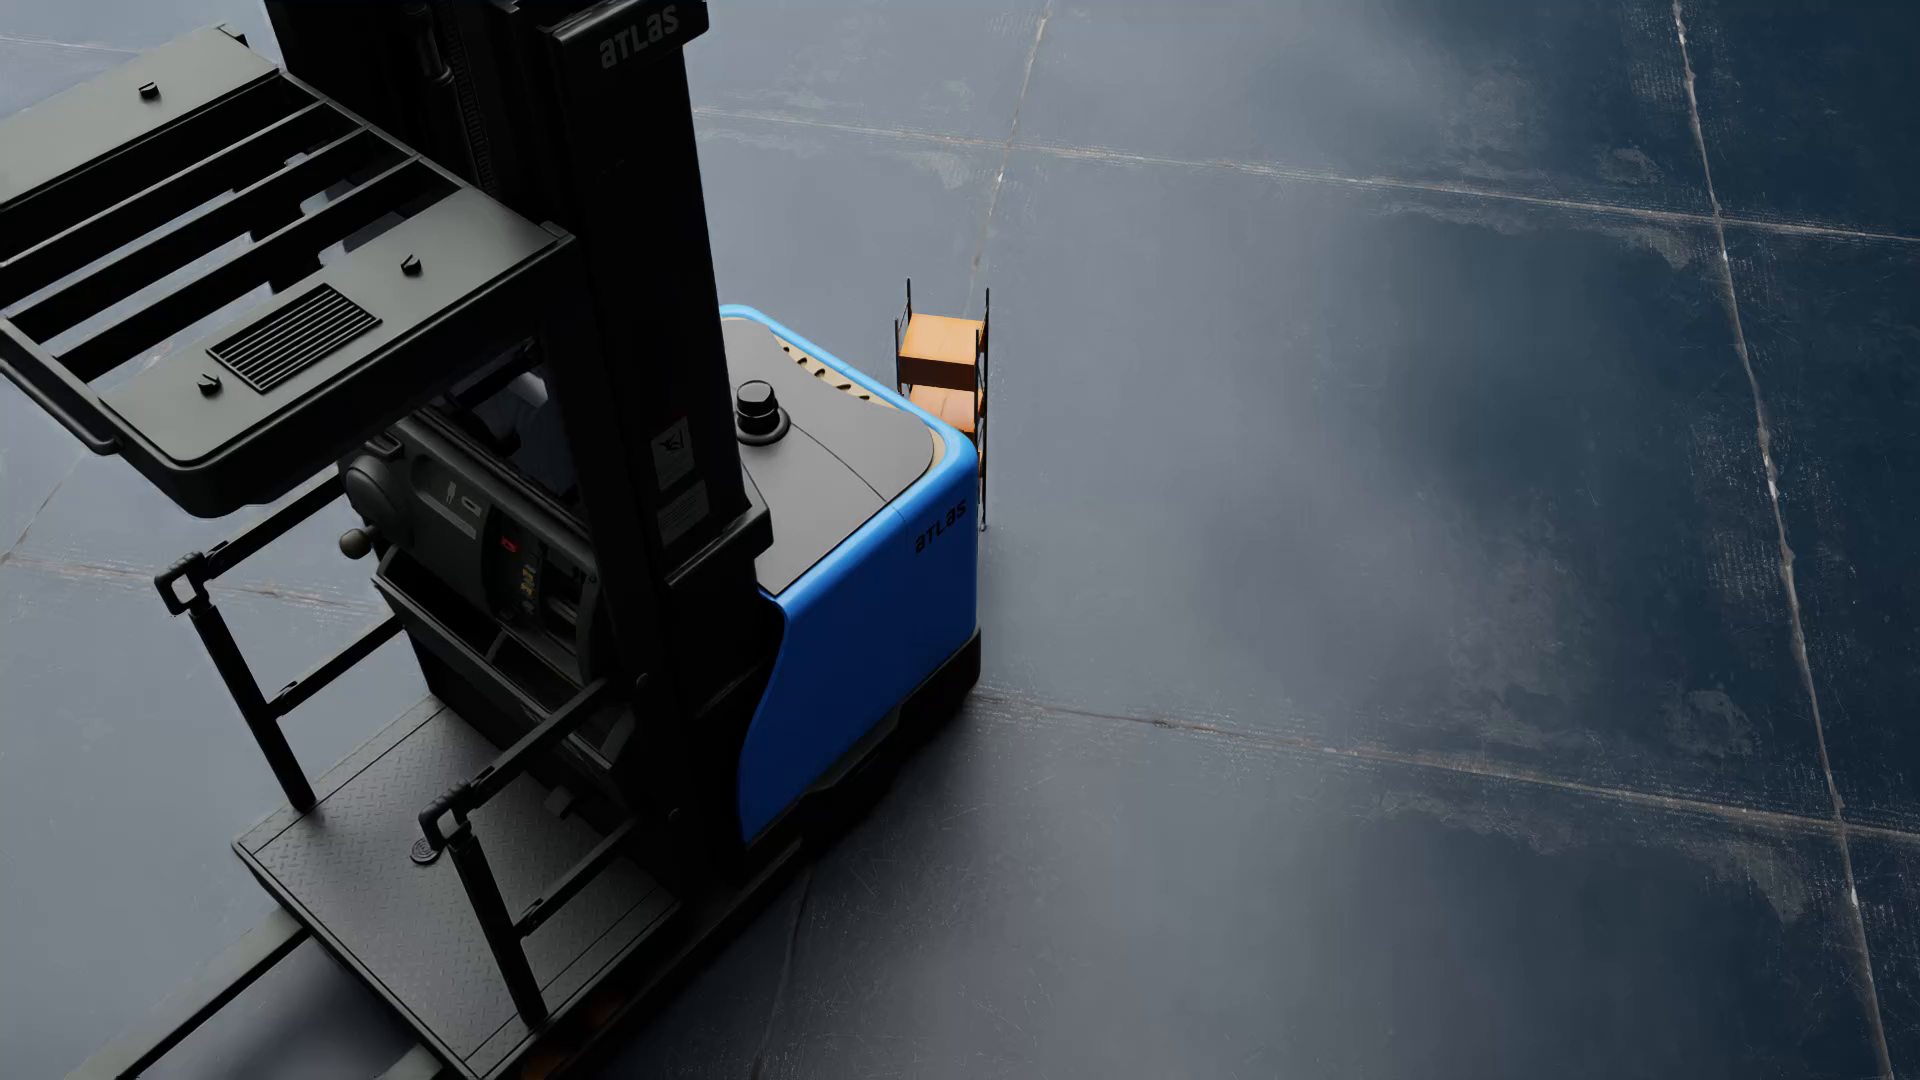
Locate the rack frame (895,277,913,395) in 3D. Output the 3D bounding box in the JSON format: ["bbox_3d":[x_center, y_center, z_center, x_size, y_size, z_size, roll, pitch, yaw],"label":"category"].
[{"bbox_3d":[-0.173,-0.374,5.380,0.008,1.050,0.200,8,49,7],"label":"rack frame"}]

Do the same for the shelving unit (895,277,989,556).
[{"bbox_3d":[-0.053,-0.358,5.366,0.252,1.050,0.215,8,49,7],"label":"shelving unit"}]

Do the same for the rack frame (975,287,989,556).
[{"bbox_3d":[0.067,-0.342,5.351,0.008,1.050,0.200,8,49,7],"label":"rack frame"}]

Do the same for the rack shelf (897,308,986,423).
[{"bbox_3d":[-0.053,-0.541,5.163,0.240,0.259,0.215,8,49,7],"label":"rack shelf"}]

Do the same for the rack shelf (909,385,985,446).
[{"bbox_3d":[-0.053,-0.351,5.374,0.240,0.259,0.215,8,49,7],"label":"rack shelf"}]

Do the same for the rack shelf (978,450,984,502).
[{"bbox_3d":[-0.053,-0.165,5.580,0.240,0.259,0.215,8,49,7],"label":"rack shelf"}]

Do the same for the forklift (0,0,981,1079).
[{"bbox_3d":[-1.273,0.075,3.712,1.130,2.935,3.031,32,56,26],"label":"forklift"}]
